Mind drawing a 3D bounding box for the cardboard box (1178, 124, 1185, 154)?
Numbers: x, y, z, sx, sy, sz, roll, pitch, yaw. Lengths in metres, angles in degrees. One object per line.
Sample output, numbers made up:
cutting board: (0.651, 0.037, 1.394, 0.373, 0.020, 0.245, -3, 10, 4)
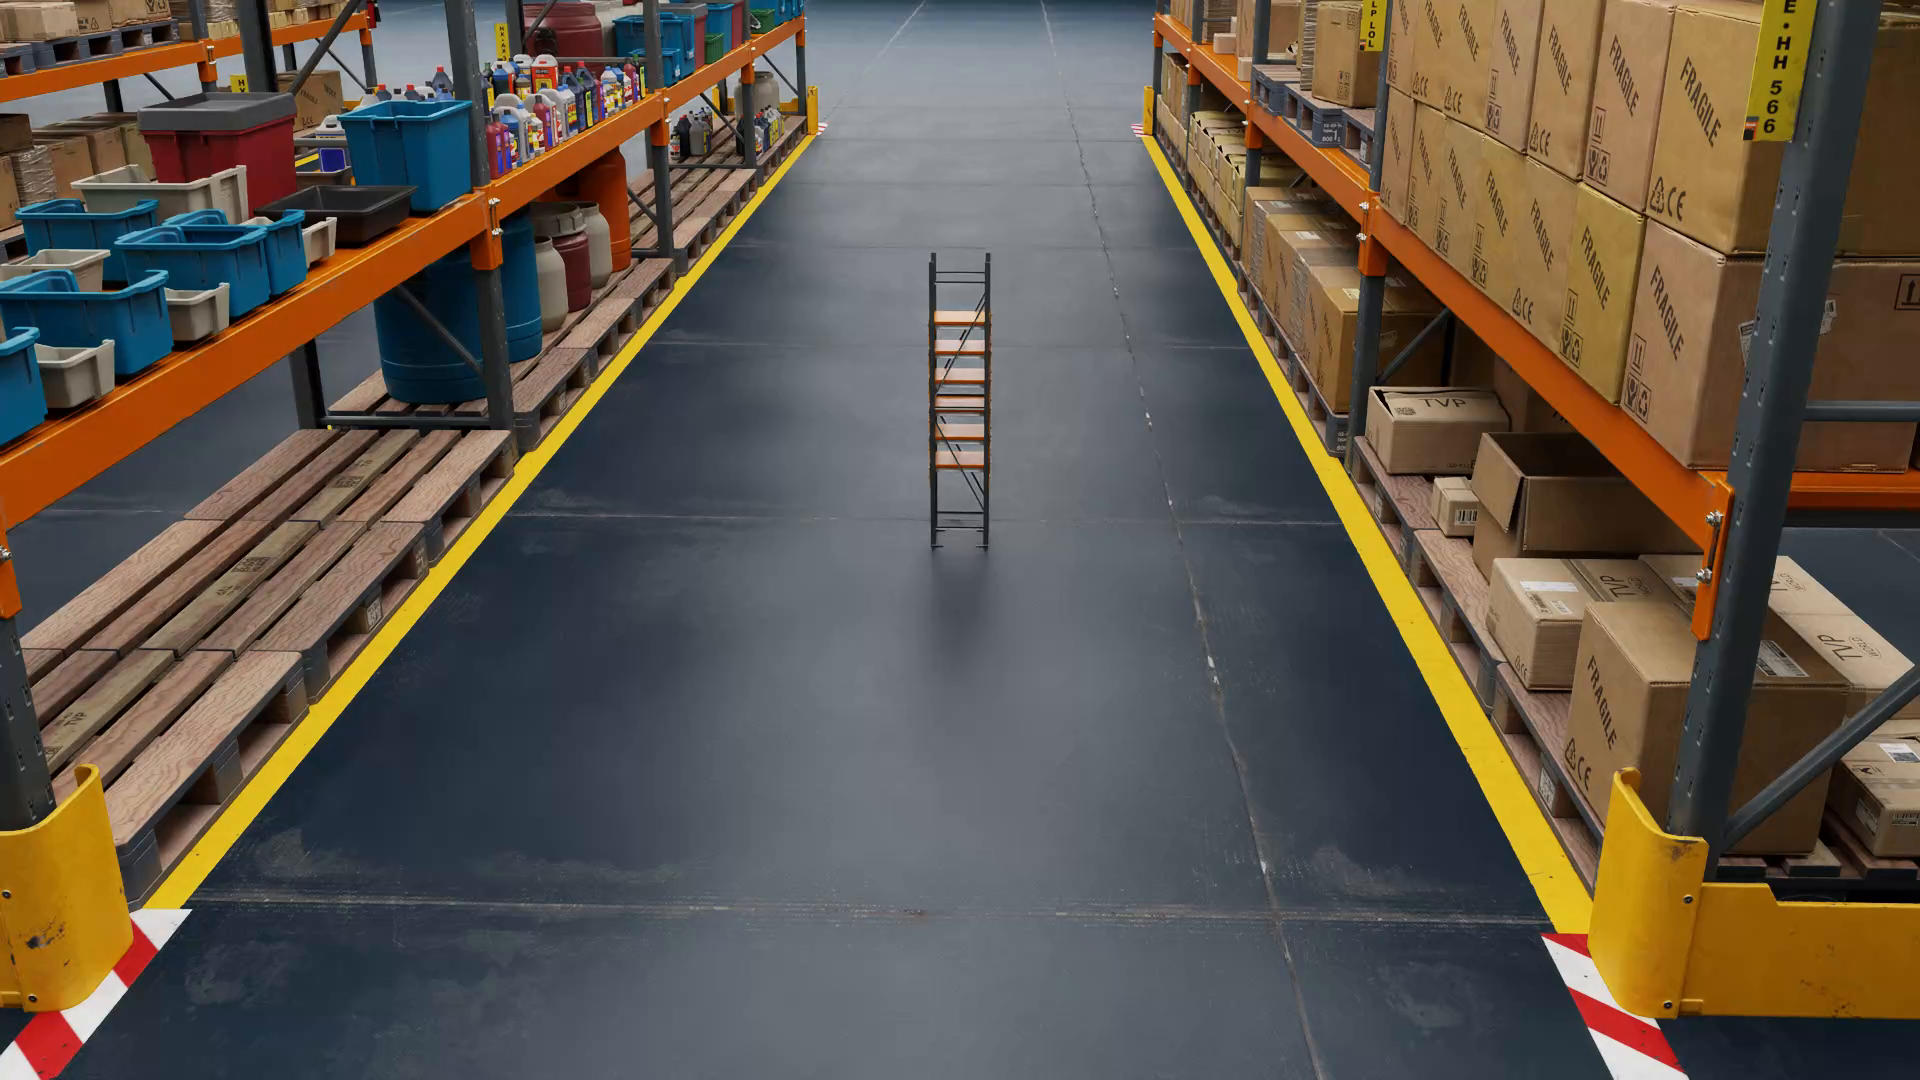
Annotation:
cardboard box: (2.387, -3.870, 16.076, 0.500, 0.250, 0.500, 1, 21, 2)

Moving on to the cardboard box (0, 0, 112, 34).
cardboard box: (-7.296, -4.332, 13.323, 0.797, 0.503, 0.637, 3, 21, 7)

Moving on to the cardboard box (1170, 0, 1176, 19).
cardboard box: (2.661, -5.929, 18.025, 0.700, 0.500, 0.500, 1, 21, 2)

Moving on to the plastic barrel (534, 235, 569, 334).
plastic barrel: (-2.466, -1.460, 9.504, 0.421, 0.512, 0.421, 0, 21, 0)

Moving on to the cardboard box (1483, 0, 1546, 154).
cardboard box: (1.981, -1.499, 5.225, 0.500, 0.500, 0.500, 1, 21, 3)

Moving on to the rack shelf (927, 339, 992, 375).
rack shelf: (0.000, -0.747, 6.755, 0.258, 0.103, 0.180, 1, 21, 2)

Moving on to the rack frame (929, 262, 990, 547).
rack frame: (-0.002, -0.532, 6.740, 0.240, 1.200, 0.006, 1, 21, 2)

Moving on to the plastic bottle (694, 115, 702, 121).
plastic bottle: (-2.629, -4.077, 16.547, 0.152, 0.276, 0.135, 1, 21, 3)

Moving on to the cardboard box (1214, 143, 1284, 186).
cardboard box: (2.242, -2.897, 12.793, 0.500, 0.311, 0.500, 0, 21, 1)

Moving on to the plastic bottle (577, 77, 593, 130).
plastic bottle: (-2.137, -2.481, 9.438, 0.061, 0.283, 0.133, 1, 21, 2)

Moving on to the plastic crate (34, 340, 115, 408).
plastic crate: (-2.321, -0.428, 4.267, 0.250, 0.136, 0.298, 1, 21, 2)

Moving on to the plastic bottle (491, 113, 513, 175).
plastic bottle: (-2.186, -1.890, 7.915, 0.061, 0.283, 0.133, 1, 21, 2)

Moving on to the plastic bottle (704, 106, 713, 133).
plastic bottle: (-2.630, -4.388, 17.355, 0.097, 0.271, 0.097, 0, 21, 0)

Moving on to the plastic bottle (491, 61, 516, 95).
plastic bottle: (-2.857, -2.837, 10.365, 0.152, 0.276, 0.135, 1, 21, 2)

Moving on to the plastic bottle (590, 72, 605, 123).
plastic bottle: (-2.127, -2.596, 9.734, 0.061, 0.283, 0.133, 1, 21, 2)

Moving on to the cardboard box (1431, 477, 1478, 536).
cardboard box: (2.078, -0.135, 6.538, 0.380, 0.166, 0.250, 1, 21, 2)

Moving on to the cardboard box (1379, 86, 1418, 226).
cardboard box: (2.035, -1.578, 6.811, 0.500, 0.500, 0.500, 1, 21, 3)

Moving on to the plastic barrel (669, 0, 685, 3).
plastic barrel: (-2.699, -4.758, 14.453, 0.600, 0.901, 0.708, 1, 21, 2)

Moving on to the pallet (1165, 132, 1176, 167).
pallet: (2.667, -4.035, 17.135, 1.003, 0.211, 1.213, 1, 21, 2)

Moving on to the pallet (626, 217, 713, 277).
pallet: (-2.444, -2.194, 12.393, 1.003, 0.211, 1.213, 1, 21, 2)

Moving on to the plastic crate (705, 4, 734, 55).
plastic crate: (-2.107, -4.251, 13.861, 0.392, 0.384, 0.575, 1, 21, 2)

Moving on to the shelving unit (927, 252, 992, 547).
shelving unit: (0.000, -0.565, 6.825, 0.258, 1.200, 0.189, 1, 21, 2)

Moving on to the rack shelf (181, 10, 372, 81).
rack shelf: (-7.275, -5.103, 17.029, 1.077, 0.370, 4.000, 1, 21, 2)

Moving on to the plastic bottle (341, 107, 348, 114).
plastic bottle: (-2.978, -1.944, 8.054, 0.061, 0.283, 0.133, 1, 21, 2)

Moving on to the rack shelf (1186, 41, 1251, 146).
rack shelf: (2.505, -3.547, 13.017, 1.077, 0.370, 4.000, 1, 21, 2)

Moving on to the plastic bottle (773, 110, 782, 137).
plastic bottle: (-1.916, -4.283, 17.077, 0.152, 0.276, 0.135, 1, 21, 2)

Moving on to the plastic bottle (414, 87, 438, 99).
plastic bottle: (-2.902, -2.304, 8.991, 0.152, 0.276, 0.135, 1, 21, 2)

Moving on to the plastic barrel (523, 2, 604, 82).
plastic barrel: (-2.795, -3.449, 11.584, 0.600, 0.536, 0.708, 1, 21, 2)

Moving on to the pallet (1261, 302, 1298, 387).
pallet: (2.344, -1.149, 9.699, 1.003, 0.211, 1.213, 1, 21, 2)

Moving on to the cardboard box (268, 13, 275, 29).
cardboard box: (-7.015, -5.125, 16.438, 0.380, 0.149, 0.250, 1, 21, 2)

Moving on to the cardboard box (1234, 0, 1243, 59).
cardboard box: (2.511, -4.184, 13.527, 0.500, 0.500, 0.500, 2, 21, 6)

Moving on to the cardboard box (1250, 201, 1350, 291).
cardboard box: (2.135, -1.848, 10.492, 0.500, 0.500, 0.500, 0, 21, 0)

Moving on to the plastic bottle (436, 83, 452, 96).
plastic bottle: (-2.861, -2.391, 9.223, 0.097, 0.271, 0.097, 0, 21, 0)

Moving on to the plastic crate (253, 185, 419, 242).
plastic crate: (-2.394, -1.260, 6.428, 0.437, 0.125, 0.590, 1, 21, 2)

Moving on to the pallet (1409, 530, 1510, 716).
pallet: (2.267, 0.278, 6.021, 1.003, 0.211, 1.213, 1, 21, 2)

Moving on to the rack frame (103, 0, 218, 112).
rack frame: (-7.335, -4.715, 15.035, 1.000, 3.000, 0.127, 1, 21, 2)

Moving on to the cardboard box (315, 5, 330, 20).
cardboard box: (-7.003, -5.668, 17.837, 0.380, 0.149, 0.250, 1, 21, 2)

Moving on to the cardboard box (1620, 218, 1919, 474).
cardboard box: (1.943, -0.478, 3.976, 0.500, 0.500, 0.500, 1, 21, 3)

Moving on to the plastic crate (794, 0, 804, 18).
plastic crate: (-1.979, -5.854, 18.174, 0.499, 0.251, 0.616, 1, 21, 2)

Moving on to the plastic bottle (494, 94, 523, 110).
plastic bottle: (-2.357, -2.210, 8.750, 0.152, 0.276, 0.135, 1, 21, 2)

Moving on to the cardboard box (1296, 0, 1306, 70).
cardboard box: (2.538, -3.172, 10.339, 0.700, 0.500, 0.500, -7, 22, -16)

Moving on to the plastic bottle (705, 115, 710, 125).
plastic bottle: (-2.522, -4.080, 16.543, 0.061, 0.283, 0.133, 1, 21, 2)

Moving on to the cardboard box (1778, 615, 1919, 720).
cardboard box: (2.517, 0.436, 4.951, 0.500, 0.250, 0.500, 1, 21, 2)

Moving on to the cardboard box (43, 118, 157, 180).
cardboard box: (-7.409, -3.361, 14.392, 0.700, 0.500, 0.500, 1, 21, 1)

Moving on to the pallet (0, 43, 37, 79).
pallet: (-7.542, -3.439, 12.010, 1.213, 0.211, 1.003, 1, 21, 2)

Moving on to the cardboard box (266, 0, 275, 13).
cardboard box: (-7.295, -5.425, 16.315, 0.875, 0.500, 0.500, 1, 21, 2)

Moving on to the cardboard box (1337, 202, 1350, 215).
cardboard box: (2.651, -1.858, 10.518, 0.500, 0.500, 0.500, 1, 21, 4)

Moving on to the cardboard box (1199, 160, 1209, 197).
cardboard box: (2.276, -3.004, 13.844, 0.500, 0.250, 0.500, 0, 21, 0)

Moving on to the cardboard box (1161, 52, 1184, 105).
cardboard box: (2.436, -4.943, 17.805, 0.500, 0.500, 0.500, 1, 21, 2)

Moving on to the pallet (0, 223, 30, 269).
pallet: (-7.432, -2.252, 12.540, 1.003, 0.211, 1.213, 1, 21, 2)

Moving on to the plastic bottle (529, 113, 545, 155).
plastic bottle: (-2.185, -2.083, 8.526, 0.097, 0.201, 0.097, 0, 21, 0)

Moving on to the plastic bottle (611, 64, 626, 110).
plastic bottle: (-2.127, -2.808, 10.298, 0.097, 0.271, 0.097, 0, 21, 0)

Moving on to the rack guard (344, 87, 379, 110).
rack guard: (-7.216, -4.969, 19.144, 1.175, 0.500, 0.348, 1, 21, 2)

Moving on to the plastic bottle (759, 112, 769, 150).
plastic bottle: (-1.940, -3.987, 16.211, 0.144, 0.351, 0.185, 0, 21, -1)

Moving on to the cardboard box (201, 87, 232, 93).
cardboard box: (-7.333, -4.323, 16.898, 0.500, 0.500, 0.500, -1, 21, -3)

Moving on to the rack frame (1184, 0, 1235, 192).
rack frame: (2.566, -4.605, 14.751, 1.000, 3.000, 0.127, 1, 21, 2)
